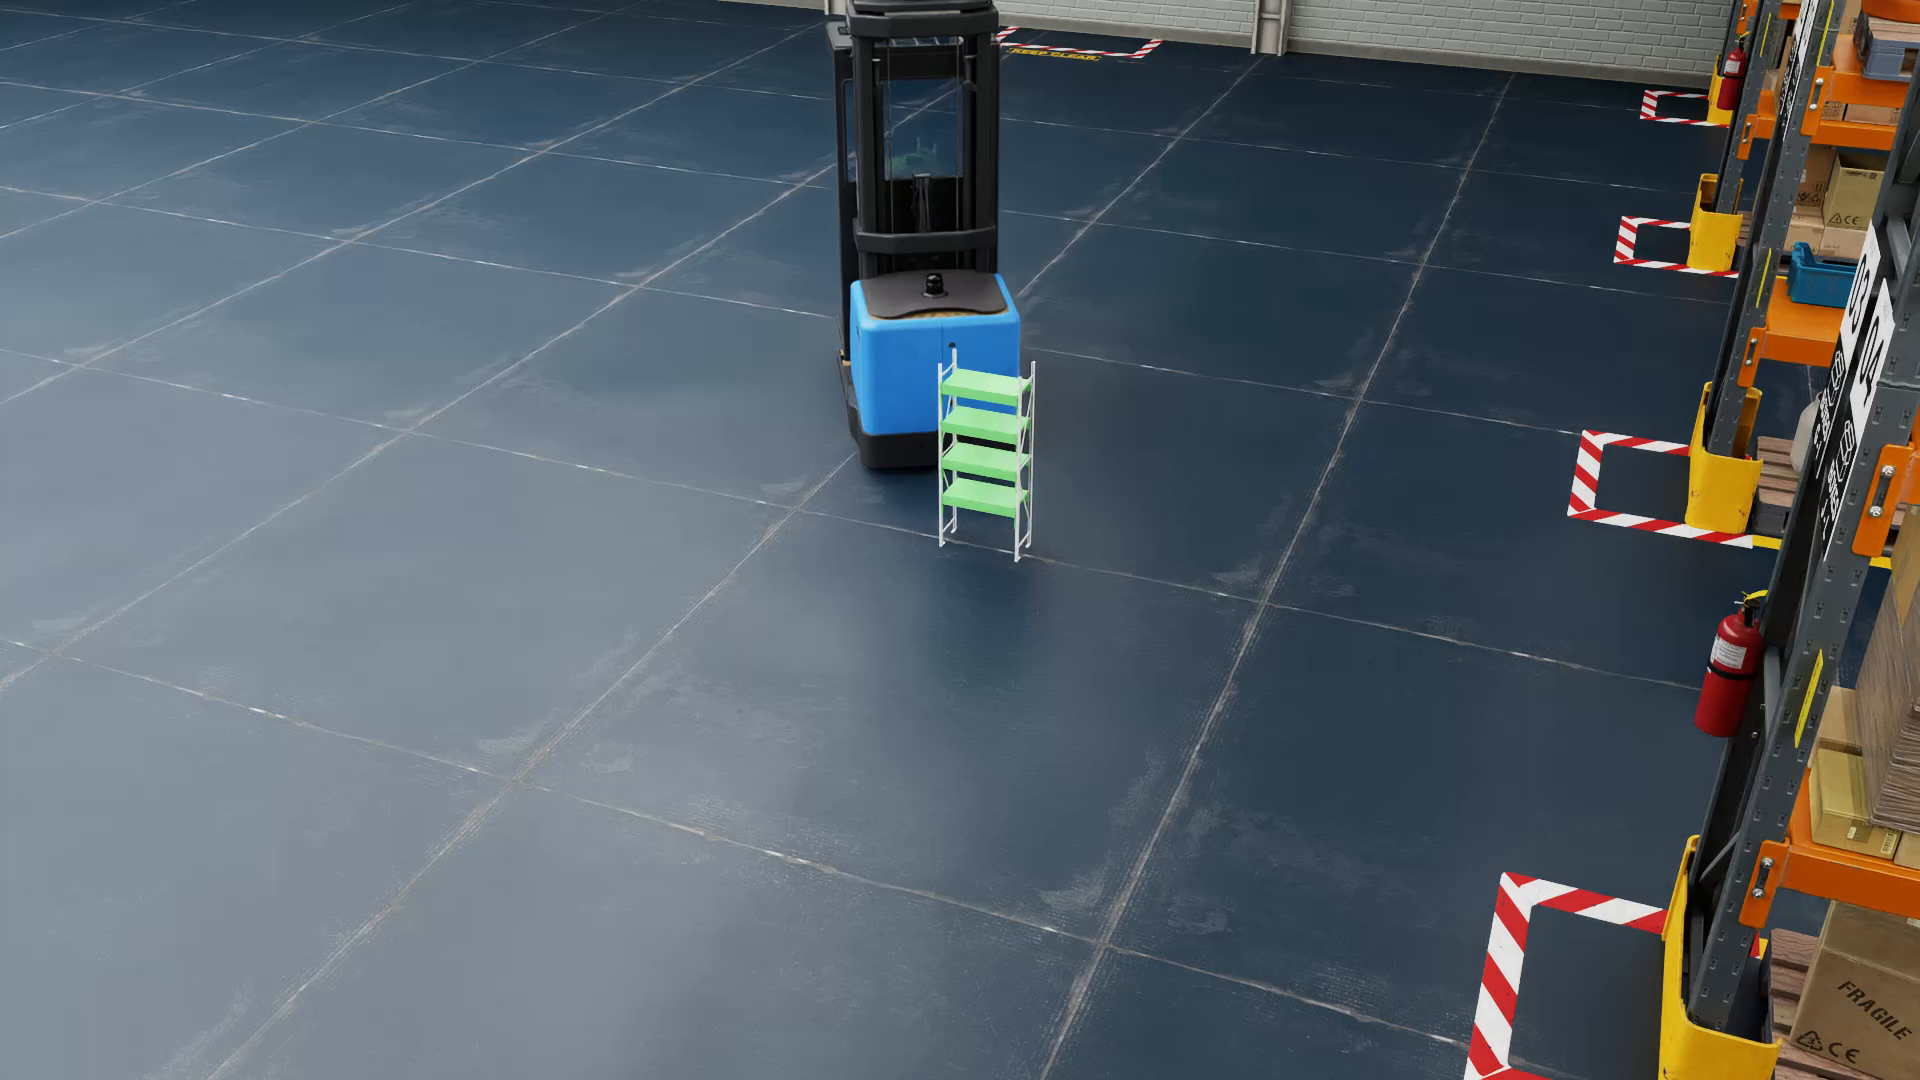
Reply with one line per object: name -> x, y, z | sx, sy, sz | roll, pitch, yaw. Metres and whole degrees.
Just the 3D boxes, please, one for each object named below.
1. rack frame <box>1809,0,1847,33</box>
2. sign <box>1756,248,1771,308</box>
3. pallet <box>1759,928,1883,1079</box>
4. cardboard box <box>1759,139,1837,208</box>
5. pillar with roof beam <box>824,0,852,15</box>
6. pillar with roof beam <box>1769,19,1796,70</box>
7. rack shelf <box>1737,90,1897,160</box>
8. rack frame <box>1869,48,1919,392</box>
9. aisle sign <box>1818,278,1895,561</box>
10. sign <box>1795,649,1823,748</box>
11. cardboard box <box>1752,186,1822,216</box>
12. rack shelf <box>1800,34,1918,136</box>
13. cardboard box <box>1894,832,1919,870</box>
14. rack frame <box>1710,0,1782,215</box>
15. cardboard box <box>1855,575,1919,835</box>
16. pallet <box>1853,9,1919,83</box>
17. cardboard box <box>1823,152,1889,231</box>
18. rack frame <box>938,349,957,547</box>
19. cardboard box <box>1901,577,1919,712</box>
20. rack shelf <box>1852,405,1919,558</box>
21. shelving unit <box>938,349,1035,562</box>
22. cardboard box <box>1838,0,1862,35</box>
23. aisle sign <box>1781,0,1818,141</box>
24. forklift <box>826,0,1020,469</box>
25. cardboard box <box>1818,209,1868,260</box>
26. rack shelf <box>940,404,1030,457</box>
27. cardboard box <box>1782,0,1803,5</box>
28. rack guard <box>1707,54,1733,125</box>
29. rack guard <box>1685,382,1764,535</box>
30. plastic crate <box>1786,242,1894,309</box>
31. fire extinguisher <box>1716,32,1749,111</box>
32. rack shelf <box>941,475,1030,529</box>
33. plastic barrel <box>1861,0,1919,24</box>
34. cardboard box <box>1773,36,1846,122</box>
rack frame -> 4.787, -4.231, 8.502 | 0.127, 3.000, 1.000 | 11, 31, 19
sign -> 4.576, -1.490, 9.468 | 0.005, 0.325, 0.100 | 11, 31, 19
pallet -> 3.734, 2.033, 6.350 | 1.213, 0.211, 1.003 | 11, 31, 19
cardboard box -> 7.261, -3.226, 14.426 | 0.500, 0.500, 0.500 | 11, 31, 19
pillar with roof beam -> -3.253, -9.271, 17.418 | 0.400, 9.000, 9.100 | 11, 31, 19
pillar with roof beam -> 7.867, -7.050, 13.490 | 0.400, 9.000, 9.100 | 11, 31, 19
rack shelf -> 8.506, -3.194, 13.495 | 4.000, 0.370, 1.077 | 11, 31, 19
rack frame -> 2.924, -1.973, 4.507 | 0.127, 3.000, 1.000 | 11, 31, 19
aisle sign -> 2.754, -0.368, 5.121 | 0.004, 0.787, 0.394 | 11, 31, 19
sign -> 2.721, 0.509, 5.332 | 0.005, 0.325, 0.100 | 11, 31, 19
cardboard box -> 7.260, -2.899, 14.609 | 0.500, 0.250, 0.500 | 11, 31, 19
rack shelf -> 6.640, -2.242, 8.763 | 4.000, 0.370, 1.077 | 11, 31, 19
cardboard box -> 3.323, 0.965, 5.662 | 0.250, 0.149, 0.380 | 11, 31, 19
rack frame -> 6.652, -3.877, 13.973 | 0.127, 3.000, 1.000 | 11, 31, 19
cardboard box -> 3.424, 0.580, 5.683 | 0.500, 0.500, 0.875 | 11, 31, 19
pallet -> 5.516, -2.646, 8.937 | 1.213, 0.211, 1.003 | 11, 31, 19
cardboard box -> 7.530, -2.897, 13.845 | 0.500, 0.500, 0.500 | 11, 31, 19
rack frame -> -0.073, -0.537, 9.892 | 0.015, 1.200, 0.240 | 11, 31, 19
cardboard box -> 3.332, 0.256, 5.239 | 0.500, 0.500, 0.500 | 11, 31, 19
rack shelf -> 4.778, 0.016, 4.767 | 4.000, 0.370, 1.077 | 11, 31, 19
shelving unit -> 0.153, -0.492, 9.812 | 0.503, 1.200, 0.258 | 11, 31, 19
cardboard box -> 7.129, -4.384, 13.449 | 0.500, 0.500, 0.700 | 11, 31, 19
aisle sign -> 4.610, -2.631, 9.126 | 0.004, 0.787, 0.394 | 11, 31, 19
forklift -> -0.318, -2.445, 11.509 | 1.130, 2.935, 3.031 | -4, 30, -7
cardboard box -> 7.530, -2.572, 14.031 | 0.500, 0.250, 0.500 | 11, 31, 19
rack shelf -> 0.153, -0.645, 9.725 | 0.480, 0.148, 0.258 | 11, 31, 19
cardboard box -> 8.844, -5.845, 17.586 | 0.500, 0.250, 0.500 | 10, 31, 18
rack guard -> 8.582, -5.035, 18.560 | 0.348, 0.500, 1.175 | 11, 31, 19
rack guard -> 4.875, -0.539, 10.607 | 0.348, 0.500, 1.175 | 11, 31, 19
plastic crate -> 5.363, -1.599, 10.093 | 0.616, 0.251, 0.499 | 11, 31, 19
fire extinguisher -> 6.718, -4.077, 14.405 | 0.183, 0.674, 0.296 | 11, 31, 19
rack shelf -> 0.153, -0.227, 9.961 | 0.480, 0.148, 0.258 | 11, 31, 19
plastic barrel -> 5.285, -3.263, 8.975 | 0.708, 0.830, 0.600 | 11, 31, 19
cardboard box -> 7.080, -3.829, 13.785 | 0.500, 0.500, 0.700 | 11, 31, 19
